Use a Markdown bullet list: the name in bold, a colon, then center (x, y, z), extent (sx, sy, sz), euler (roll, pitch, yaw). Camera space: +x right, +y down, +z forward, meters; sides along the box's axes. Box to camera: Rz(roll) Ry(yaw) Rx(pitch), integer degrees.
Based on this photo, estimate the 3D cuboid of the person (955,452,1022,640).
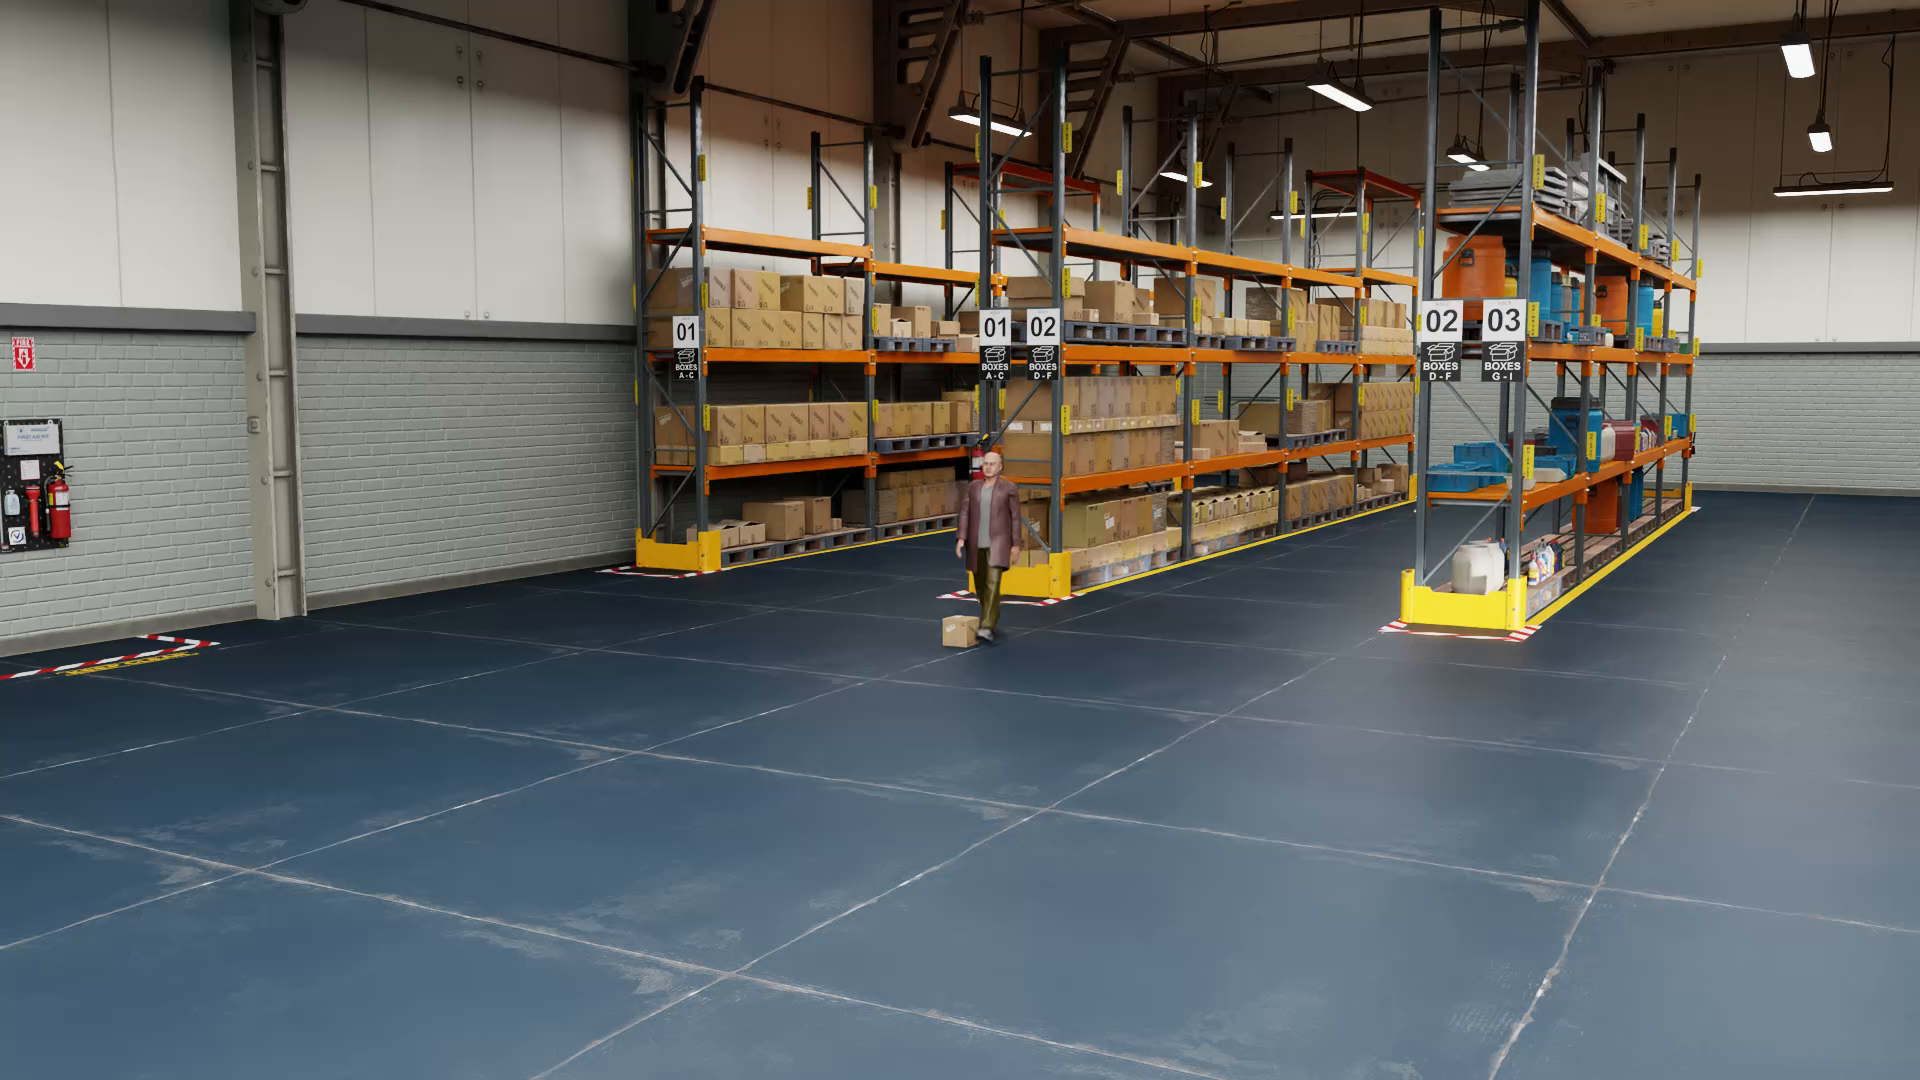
- **person**: center (0.244, 0.047, 15.650), extent (0.598, 1.739, 1.005), euler (2, 6, 23)
